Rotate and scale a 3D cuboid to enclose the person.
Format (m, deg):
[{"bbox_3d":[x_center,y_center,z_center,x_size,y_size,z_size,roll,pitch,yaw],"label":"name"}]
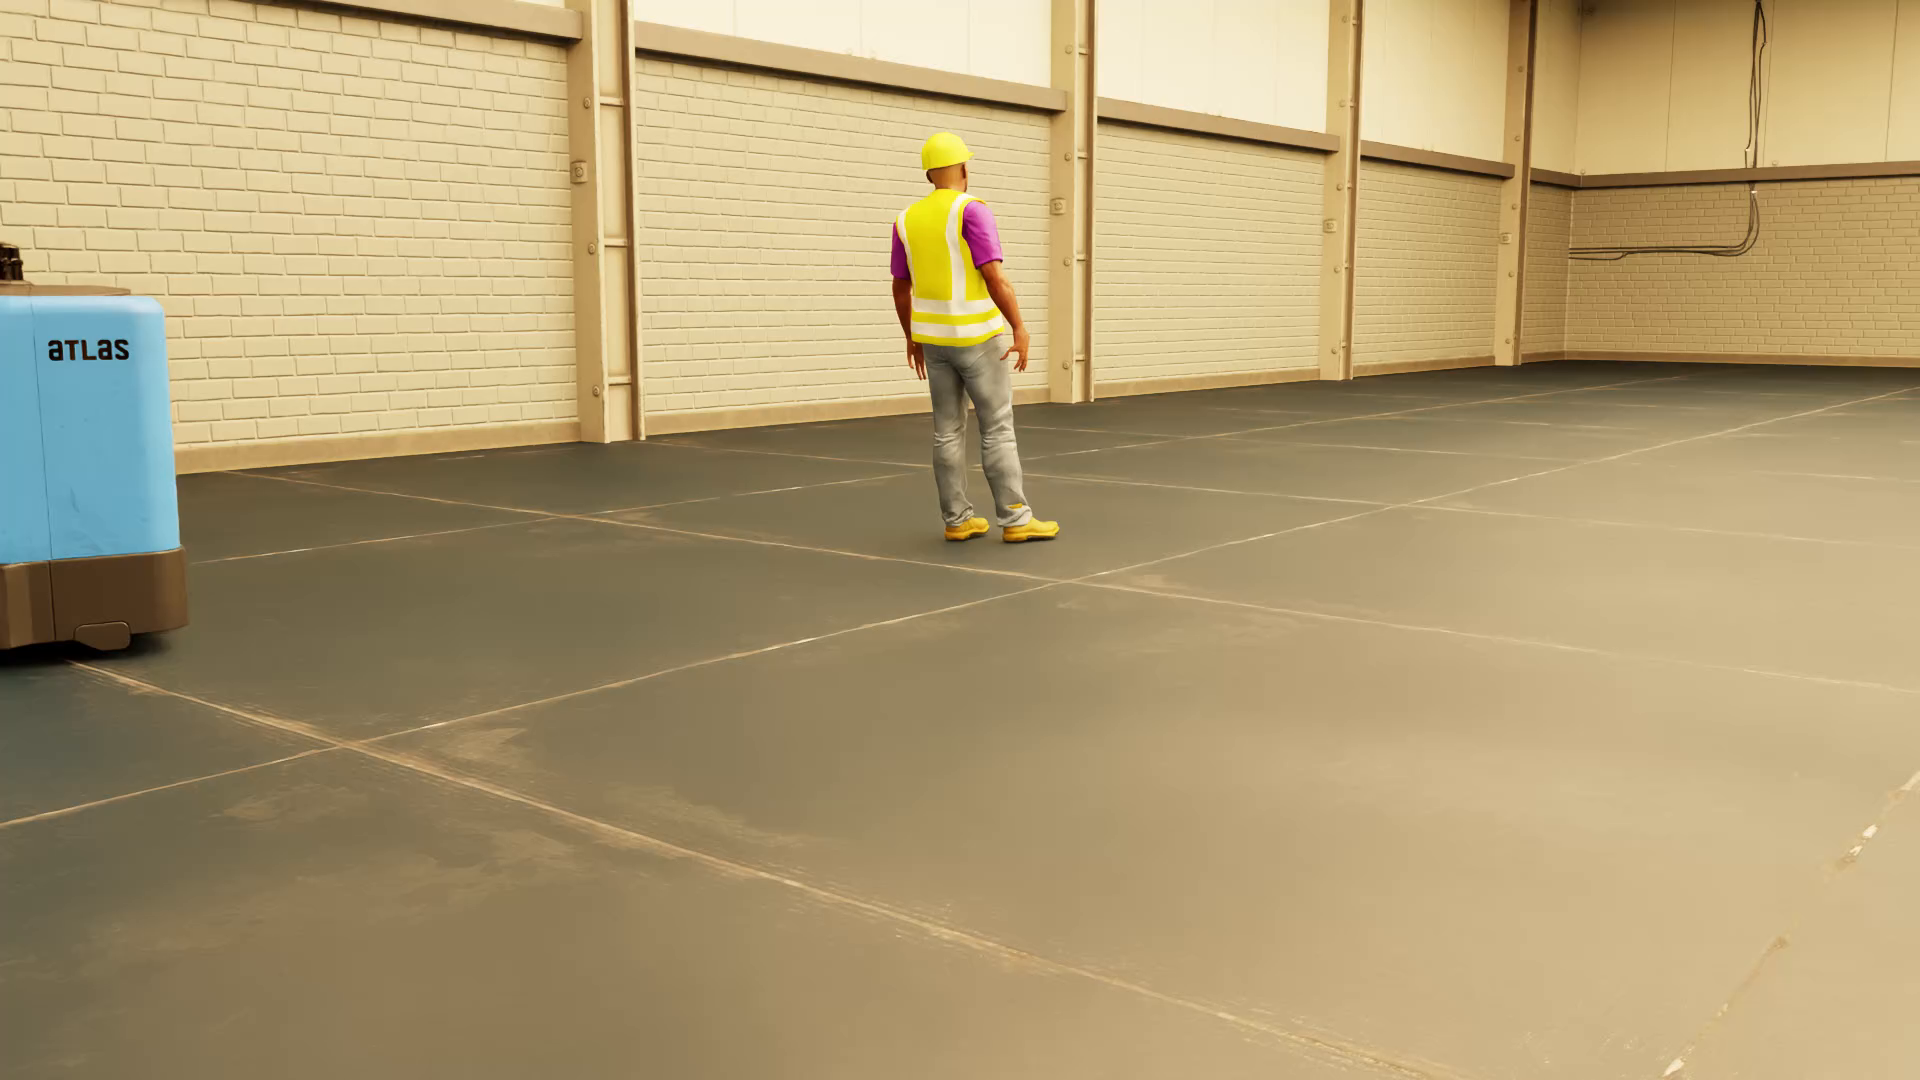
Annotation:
[{"bbox_3d":[0.048,-0.888,7.325,0.665,1.764,0.577,7,11,38],"label":"person"}]

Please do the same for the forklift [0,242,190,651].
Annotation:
[{"bbox_3d":[-3.883,-1.052,4.471,3.031,2.935,1.130,-6,10,-33],"label":"forklift"}]
